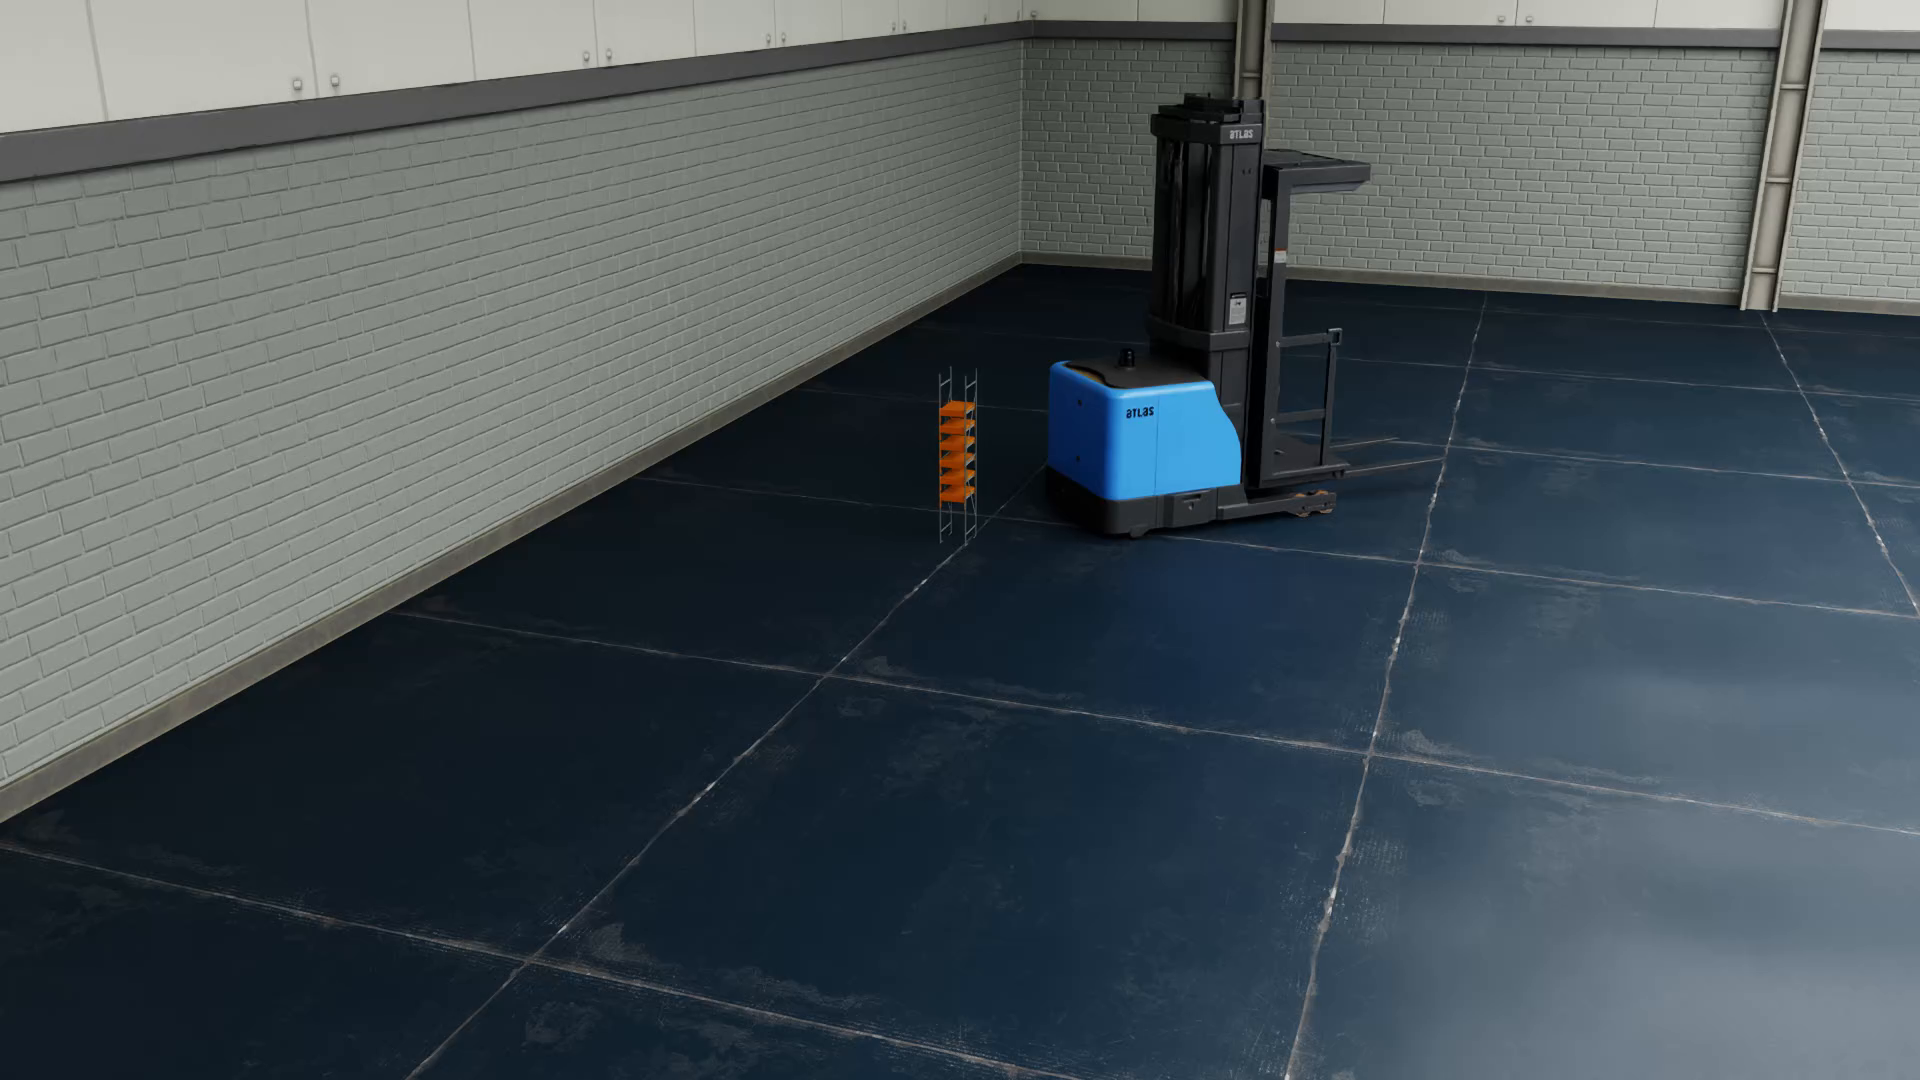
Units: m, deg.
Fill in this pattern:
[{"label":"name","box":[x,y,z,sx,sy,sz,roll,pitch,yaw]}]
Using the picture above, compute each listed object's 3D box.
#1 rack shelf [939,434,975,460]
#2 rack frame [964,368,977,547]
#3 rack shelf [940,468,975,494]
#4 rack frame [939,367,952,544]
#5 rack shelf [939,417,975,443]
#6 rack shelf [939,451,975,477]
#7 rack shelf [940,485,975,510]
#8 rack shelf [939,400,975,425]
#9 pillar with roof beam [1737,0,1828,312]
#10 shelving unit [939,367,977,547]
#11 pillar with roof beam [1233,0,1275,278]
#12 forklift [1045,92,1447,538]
[{"label":"rack shelf","box":[-0.014,-0.639,11.358,0.180,0.103,0.258,7,20,18]},{"label":"rack frame","box":[0.073,-0.558,11.355,0.006,1.200,0.240,7,20,18]},{"label":"rack shelf","box":[-0.014,-0.413,11.437,0.180,0.103,0.258,7,20,18]},{"label":"rack frame","box":[-0.100,-0.578,11.412,0.006,1.200,0.240,7,20,18]},{"label":"rack shelf","box":[-0.014,-0.753,11.319,0.180,0.103,0.258,7,20,18]},{"label":"rack shelf","box":[-0.014,-0.526,11.398,0.180,0.103,0.258,7,20,18]},{"label":"rack shelf","box":[-0.014,-0.300,11.477,0.180,0.103,0.258,7,20,18]},{"label":"rack shelf","box":[-0.014,-0.866,11.279,0.180,0.103,0.258,7,20,18]},{"label":"pillar with roof beam","box":[7.830,-5.596,13.959,0.400,9.000,9.100,7,20,18]},{"label":"shelving unit","box":[-0.014,-0.568,11.383,0.189,1.200,0.258,7,20,18]},{"label":"pillar with roof beam","box":[2.162,-6.244,15.819,0.400,9.000,9.100,7,20,18]},{"label":"forklift","box":[2.196,-1.701,12.002,3.031,2.935,1.130,-8,21,-22]}]
